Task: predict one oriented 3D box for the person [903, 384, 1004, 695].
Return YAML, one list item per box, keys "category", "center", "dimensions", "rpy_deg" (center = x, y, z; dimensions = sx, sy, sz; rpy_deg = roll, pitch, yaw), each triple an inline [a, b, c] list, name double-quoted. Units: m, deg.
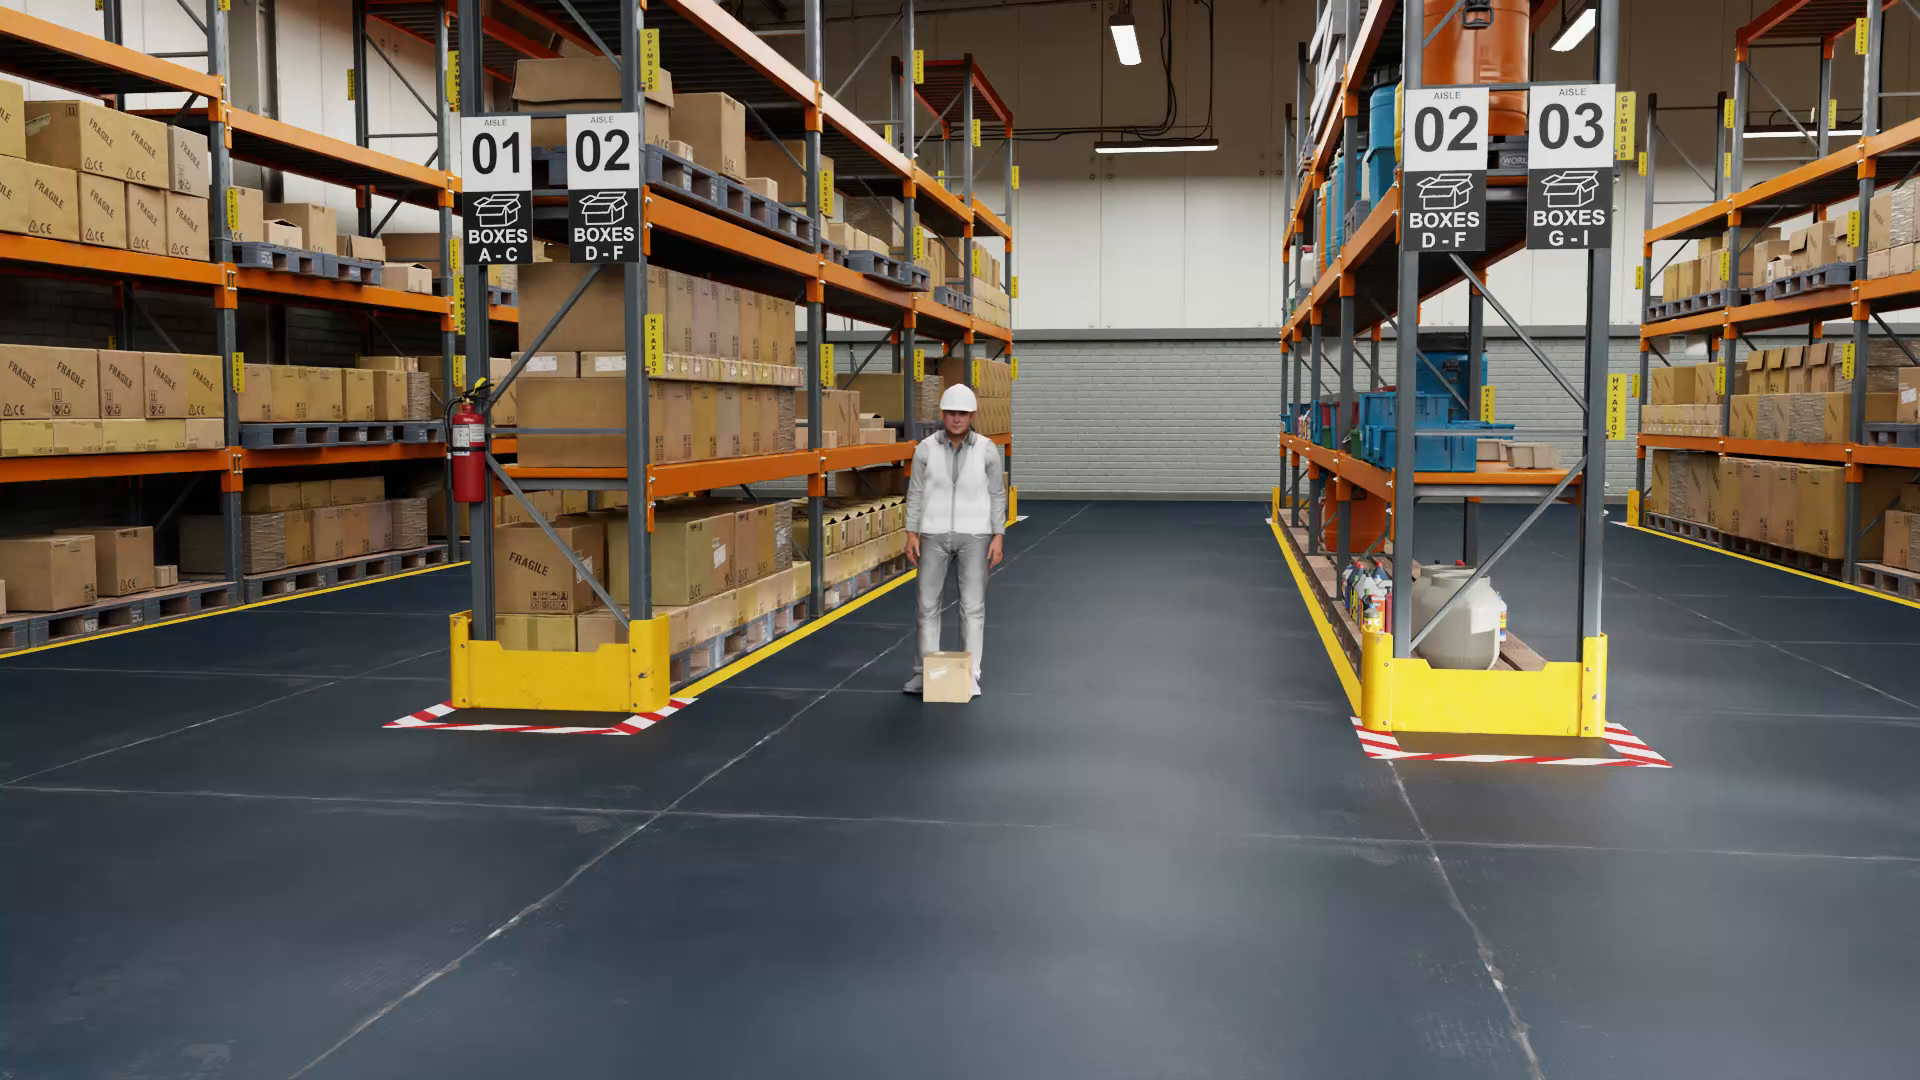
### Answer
- category: "person"
  center: [-0.041, -0.008, 9.566]
  dimensions: [0.580, 1.771, 0.466]
  rpy_deg: [1, 4, 9]
